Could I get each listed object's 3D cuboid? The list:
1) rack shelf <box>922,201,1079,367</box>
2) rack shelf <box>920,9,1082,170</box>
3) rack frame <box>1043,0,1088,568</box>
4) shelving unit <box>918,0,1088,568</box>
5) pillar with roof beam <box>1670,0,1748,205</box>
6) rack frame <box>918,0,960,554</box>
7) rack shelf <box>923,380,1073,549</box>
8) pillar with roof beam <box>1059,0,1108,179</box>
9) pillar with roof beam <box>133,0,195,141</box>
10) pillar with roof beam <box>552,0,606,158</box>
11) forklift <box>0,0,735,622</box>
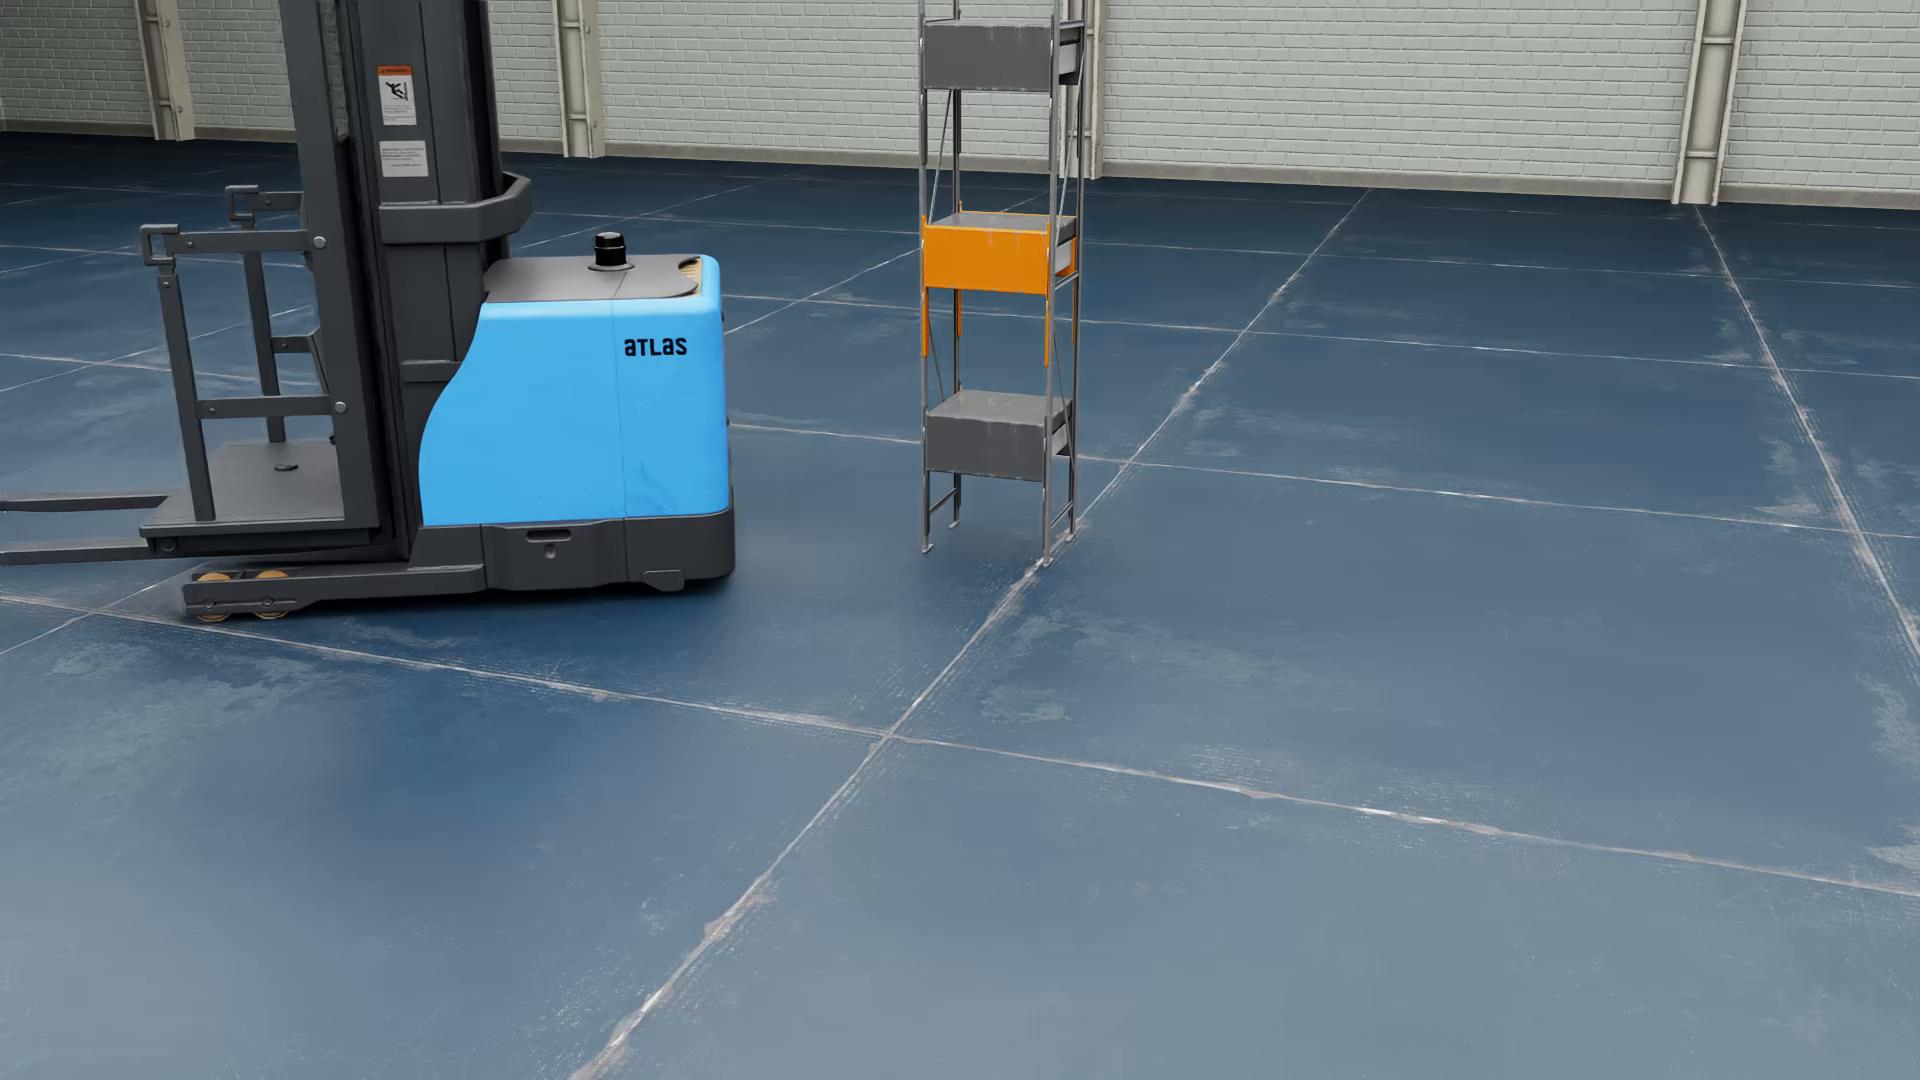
[{"bbox_3d":[0.156,-0.961,6.184,0.480,0.518,0.431,7,20,18],"label":"rack shelf"},{"bbox_3d":[0.156,-1.622,5.953,0.480,0.518,0.431,7,20,18],"label":"rack shelf"},{"bbox_3d":[0.387,-0.947,6.104,0.015,2.100,0.400,7,20,18],"label":"rack frame"},{"bbox_3d":[0.156,-0.974,6.179,0.503,2.100,0.431,7,20,18],"label":"shelving unit"},{"bbox_3d":[5.535,-6.108,10.428,0.400,9.000,9.100,7,20,18],"label":"pillar with roof beam"},{"bbox_3d":[-0.074,-1.000,6.255,0.015,2.100,0.400,7,20,18],"label":"rack frame"},{"bbox_3d":[0.156,-0.300,6.414,0.480,0.518,0.431,7,20,18],"label":"rack shelf"},{"bbox_3d":[-0.132,-6.756,12.288,0.400,9.000,9.100,7,20,18],"label":"pillar with roof beam"},{"bbox_3d":[-11.468,-8.053,16.006,0.400,9.000,9.100,7,20,18],"label":"pillar with roof beam"},{"bbox_3d":[-5.800,-7.405,14.147,0.400,9.000,9.100,7,20,18],"label":"pillar with roof beam"},{"bbox_3d":[-2.378,-1.285,5.809,3.031,2.935,1.130,-3,19,-7],"label":"forklift"}]
